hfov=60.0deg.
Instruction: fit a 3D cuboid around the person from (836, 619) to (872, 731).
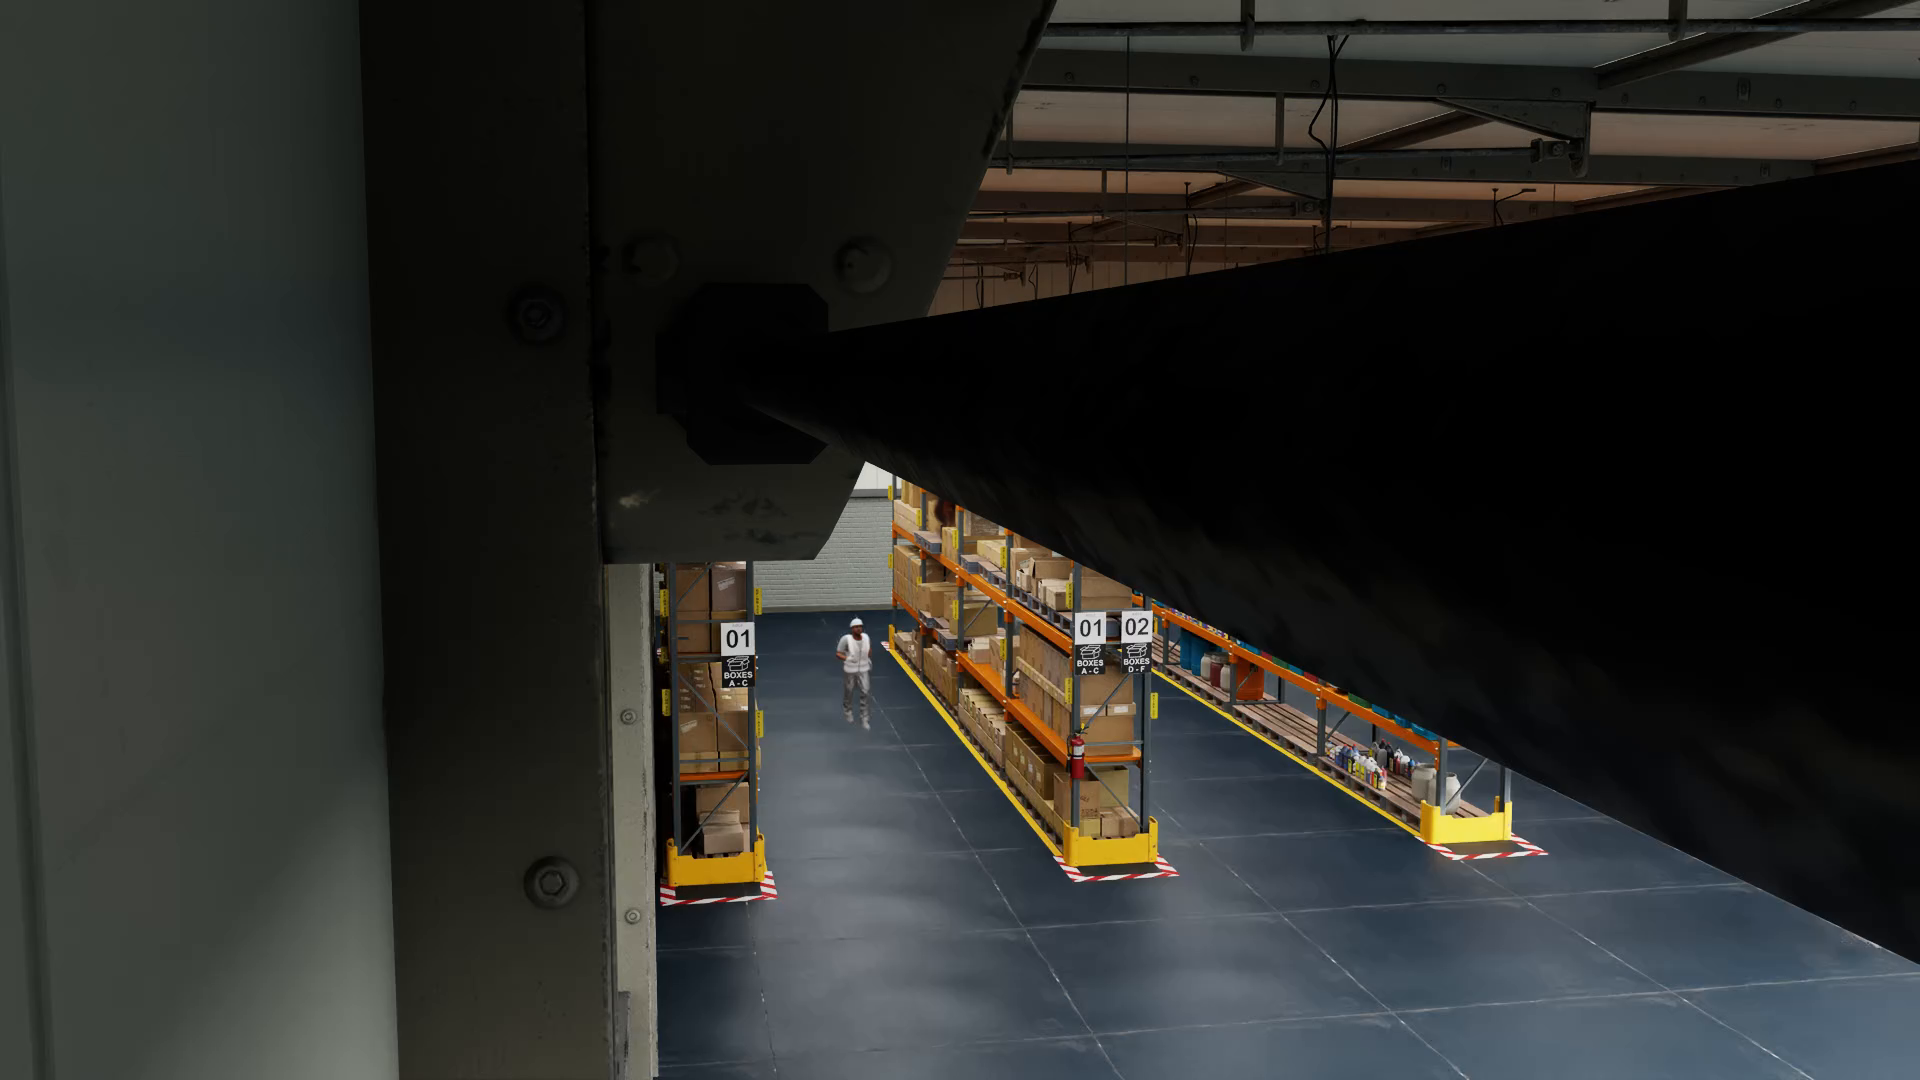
[{"bbox_3d":[-1.736,2.199,27.616,0.667,1.807,0.868,-2,6,-18],"label":"person"}]
